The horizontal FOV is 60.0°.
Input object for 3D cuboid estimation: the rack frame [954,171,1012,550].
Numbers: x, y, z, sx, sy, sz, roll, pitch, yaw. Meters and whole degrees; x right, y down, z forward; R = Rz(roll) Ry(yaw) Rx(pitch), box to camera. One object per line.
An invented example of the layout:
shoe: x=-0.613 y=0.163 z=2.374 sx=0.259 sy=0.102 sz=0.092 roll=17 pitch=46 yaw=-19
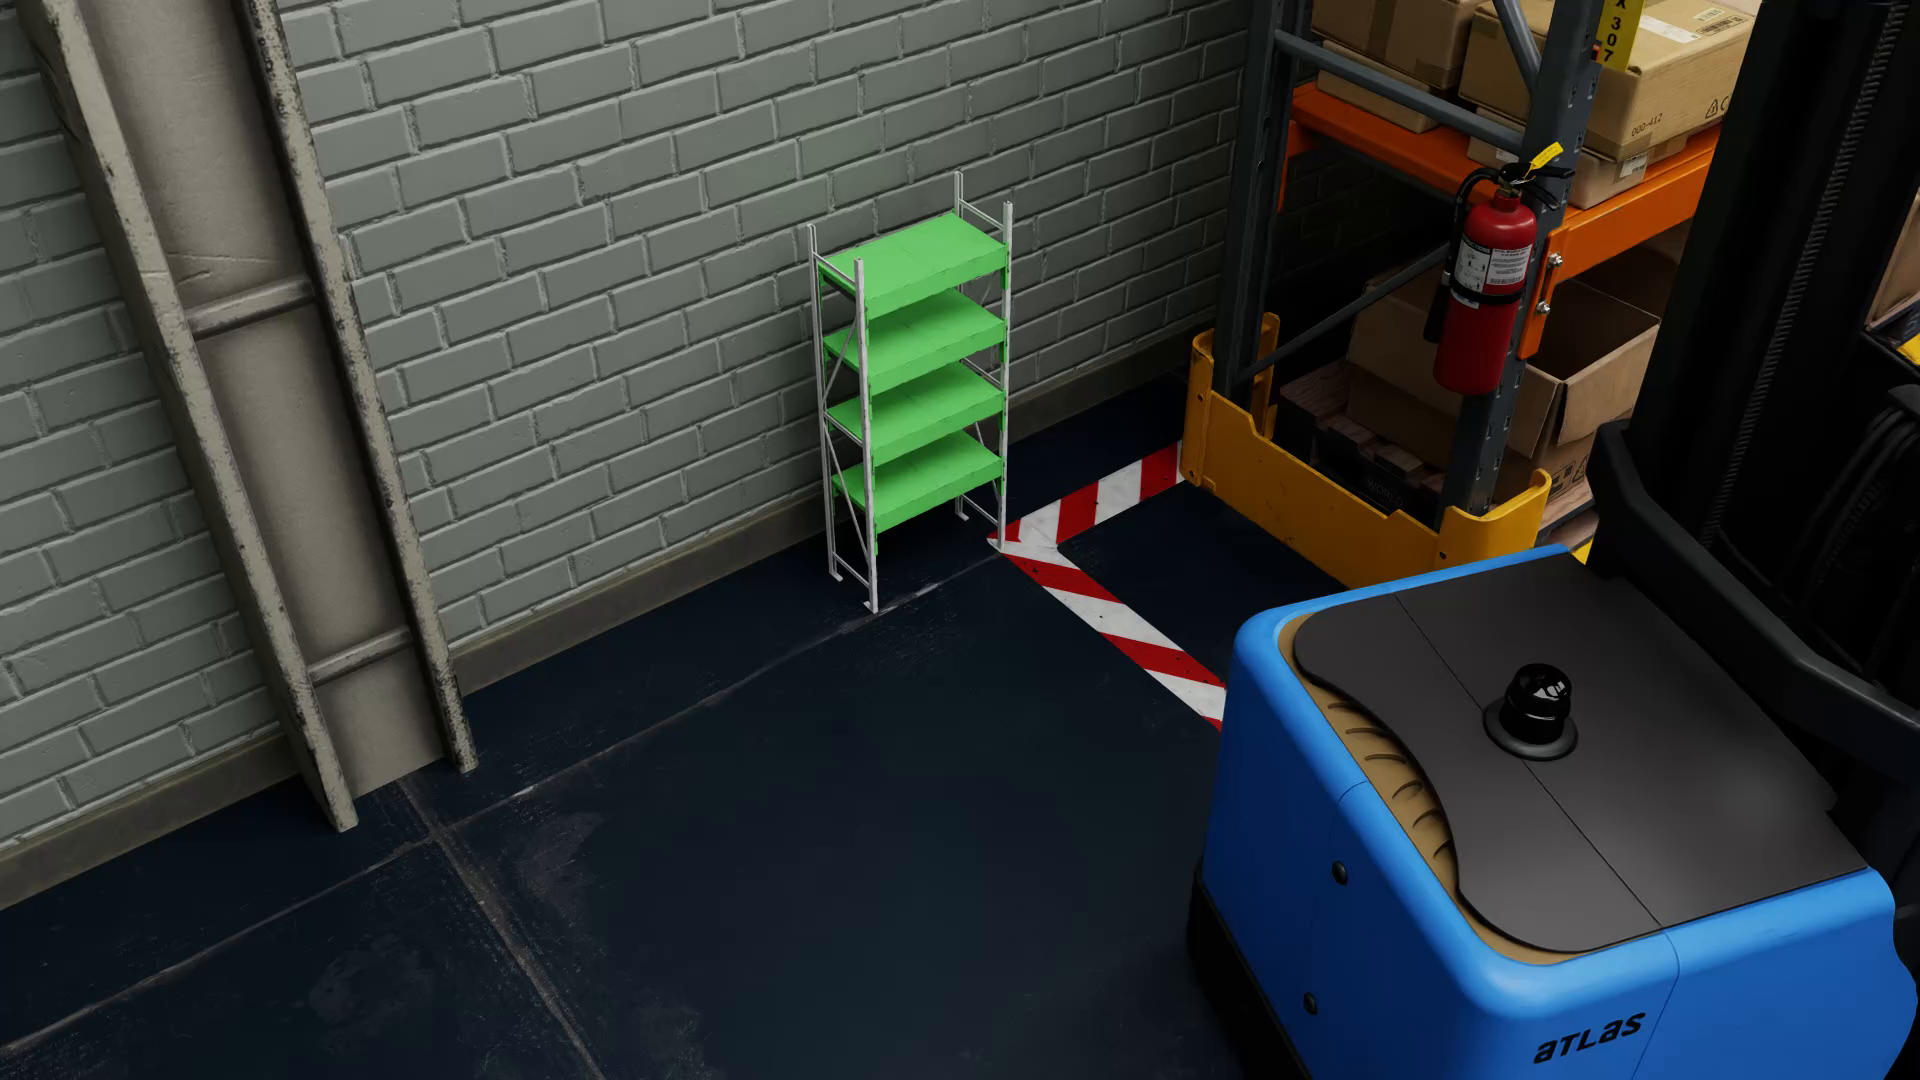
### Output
rack frame: x=0.062 y=-0.494 z=4.906 sx=0.015 sy=1.200 sz=0.240 roll=-26 pitch=46 yaw=-28

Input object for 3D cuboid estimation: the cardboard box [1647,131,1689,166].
cardboard box: x=1.737 y=-1.153 z=4.489 sx=0.250 sy=0.149 sz=0.380 roll=-25 pitch=45 yaw=-27

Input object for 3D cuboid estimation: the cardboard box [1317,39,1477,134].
cardboard box: x=1.235 y=-1.305 z=4.674 sx=0.250 sy=0.149 sz=0.380 roll=-27 pitch=46 yaw=-29

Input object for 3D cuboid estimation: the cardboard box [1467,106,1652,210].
cardboard box: x=1.563 y=-1.031 z=4.340 sx=0.250 sy=0.149 sz=0.380 roll=-26 pitch=46 yaw=-28

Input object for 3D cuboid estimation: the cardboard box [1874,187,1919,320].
cardboard box: x=3.203 y=-1.236 z=6.032 sx=0.500 sy=0.500 sz=0.700 roll=-28 pitch=47 yaw=-30

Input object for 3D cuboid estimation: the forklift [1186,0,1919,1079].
forklift: x=2.116 y=-0.151 z=3.123 sx=3.031 sy=2.935 sz=1.130 roll=-12 pitch=41 yaw=-14

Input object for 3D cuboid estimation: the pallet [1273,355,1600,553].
pallet: x=1.827 y=-0.399 z=5.570 sx=1.213 sy=0.211 sz=1.003 roll=-26 pitch=46 yaw=-28

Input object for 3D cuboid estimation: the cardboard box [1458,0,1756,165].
cardboard box: x=1.659 y=-1.236 z=4.276 sx=0.500 sy=0.250 sz=0.500 roll=-26 pitch=46 yaw=-28

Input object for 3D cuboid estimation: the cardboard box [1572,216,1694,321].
cardboard box: x=2.380 y=-0.835 z=5.543 sx=0.500 sy=0.500 sz=0.700 roll=-24 pitch=45 yaw=-26

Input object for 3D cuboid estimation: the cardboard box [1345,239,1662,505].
cardboard box: x=1.678 y=-0.525 z=5.163 sx=0.637 sy=0.503 sz=0.797 roll=-28 pitch=47 yaw=-30

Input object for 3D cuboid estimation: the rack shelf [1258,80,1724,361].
rack shelf: x=2.721 y=-1.634 z=5.444 sx=4.000 sy=0.370 sz=1.077 roll=-26 pitch=46 yaw=-28

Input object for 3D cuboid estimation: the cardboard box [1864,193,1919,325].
cardboard box: x=2.860 y=-0.989 z=5.730 sx=0.500 sy=0.500 sz=0.500 roll=-25 pitch=46 yaw=-27

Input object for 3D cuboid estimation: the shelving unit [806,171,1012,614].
shelving unit: x=-0.131 y=-0.400 z=4.791 sx=0.503 sy=1.200 sz=0.258 roll=-26 pitch=46 yaw=-28

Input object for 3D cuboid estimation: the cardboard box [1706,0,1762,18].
cardboard box: x=2.059 y=-1.431 z=4.513 sx=0.500 sy=0.250 sz=0.500 roll=-25 pitch=46 yaw=-28

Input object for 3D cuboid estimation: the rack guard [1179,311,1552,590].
rack guard: x=1.196 y=-0.202 z=5.103 sx=0.348 sy=0.500 sz=1.175 roll=-26 pitch=46 yaw=-28

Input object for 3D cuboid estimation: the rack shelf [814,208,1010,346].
rack shelf: x=-0.131 y=-0.722 z=4.527 sx=0.480 sy=0.148 sz=0.258 roll=-26 pitch=46 yaw=-28

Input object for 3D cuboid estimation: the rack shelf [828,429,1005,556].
rack shelf: x=-0.131 y=-0.165 z=4.984 sx=0.480 sy=0.148 sz=0.258 roll=-26 pitch=46 yaw=-28

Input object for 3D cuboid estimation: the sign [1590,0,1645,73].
sign: x=1.466 y=-1.201 z=3.667 sx=0.005 sy=0.325 sz=0.100 roll=-26 pitch=46 yaw=-28

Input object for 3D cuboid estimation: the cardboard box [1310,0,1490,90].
cardboard box: x=1.338 y=-1.508 z=4.607 sx=0.500 sy=0.250 sz=0.500 roll=-25 pitch=45 yaw=-27

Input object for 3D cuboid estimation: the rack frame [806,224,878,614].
rack frame: x=-0.325 y=-0.306 z=4.676 sx=0.015 sy=1.200 sz=0.240 roll=-26 pitch=46 yaw=-28

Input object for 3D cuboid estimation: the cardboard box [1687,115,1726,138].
cardboard box: x=1.924 y=-1.272 z=4.634 sx=0.250 sy=0.149 sz=0.380 roll=-27 pitch=46 yaw=-29

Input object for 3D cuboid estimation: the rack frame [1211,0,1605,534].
rack frame: x=1.135 y=-1.139 z=4.274 sx=0.127 sy=3.000 sz=1.000 roll=-26 pitch=46 yaw=-28

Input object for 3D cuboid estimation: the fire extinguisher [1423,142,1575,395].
fire extinguisher: x=1.300 y=-0.676 z=4.064 sx=0.183 sy=0.674 sz=0.296 roll=-26 pitch=46 yaw=-28

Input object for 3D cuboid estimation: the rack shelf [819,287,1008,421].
rack shelf: x=-0.131 y=-0.536 z=4.680 sx=0.480 sy=0.148 sz=0.258 roll=-26 pitch=46 yaw=-28

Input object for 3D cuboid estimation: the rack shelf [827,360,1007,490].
rack shelf: x=-0.131 y=-0.351 z=4.832 sx=0.480 sy=0.148 sz=0.258 roll=-26 pitch=46 yaw=-28

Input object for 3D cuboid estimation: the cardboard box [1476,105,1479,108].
cardboard box: x=1.473 y=-1.373 z=4.756 sx=0.250 sy=0.149 sz=0.380 roll=-25 pitch=45 yaw=-27

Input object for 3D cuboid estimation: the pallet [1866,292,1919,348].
pallet: x=2.794 y=-0.868 z=6.142 sx=1.213 sy=0.211 sz=1.003 roll=-26 pitch=46 yaw=-28
